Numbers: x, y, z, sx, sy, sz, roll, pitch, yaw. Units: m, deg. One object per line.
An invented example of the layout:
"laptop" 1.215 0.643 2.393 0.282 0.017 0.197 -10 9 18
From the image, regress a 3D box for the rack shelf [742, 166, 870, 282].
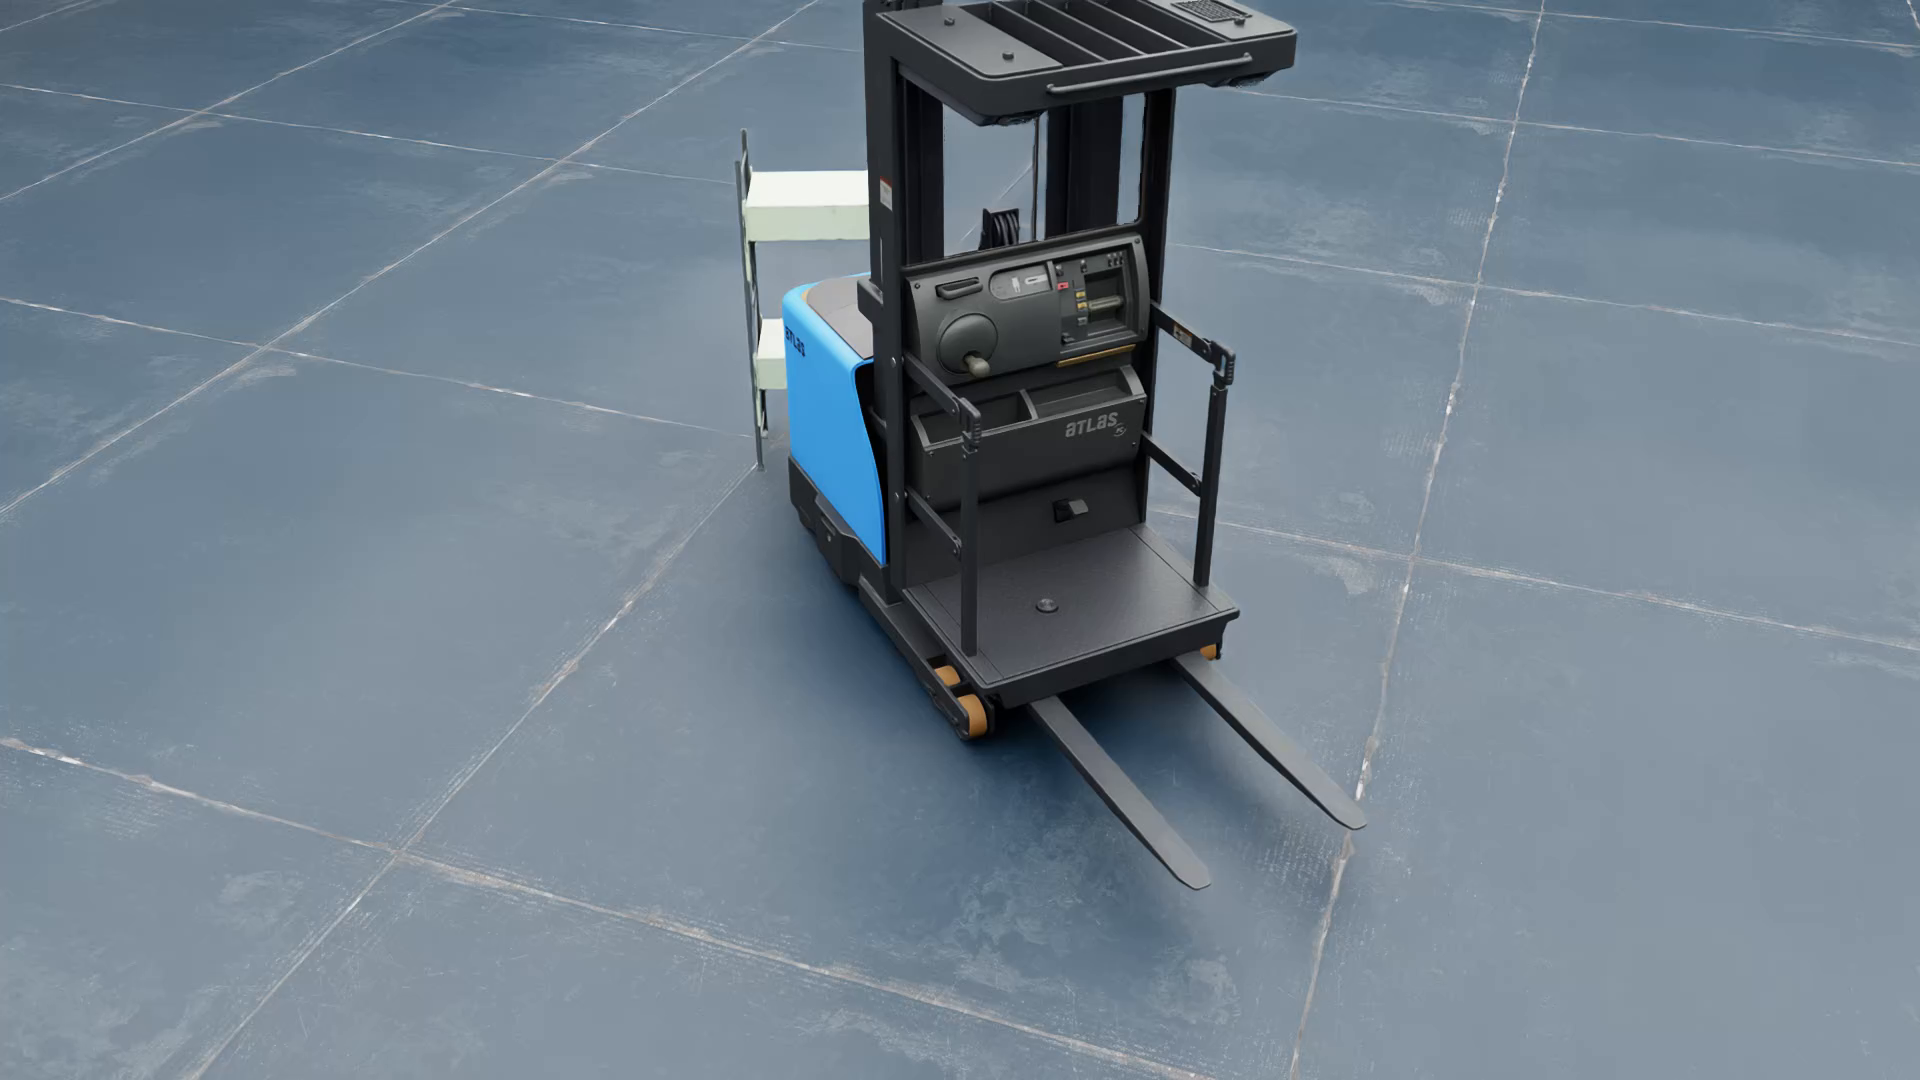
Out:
"rack shelf" -0.572 -1.396 7.311 0.720 0.370 0.431 -1 33 -2

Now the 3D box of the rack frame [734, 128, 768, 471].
"rack frame" -0.937 -1.061 7.511 0.023 1.500 0.400 -1 33 -2

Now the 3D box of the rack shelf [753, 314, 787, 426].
"rack shelf" -0.572 -0.795 7.699 0.720 0.370 0.431 -1 33 -2

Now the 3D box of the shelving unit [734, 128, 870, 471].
"shelving unit" -0.572 -1.069 7.522 0.755 1.500 0.431 -1 33 -2

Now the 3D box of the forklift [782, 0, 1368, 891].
"forklift" 0.355 -0.774 5.746 1.130 2.935 3.031 -15 36 -22
